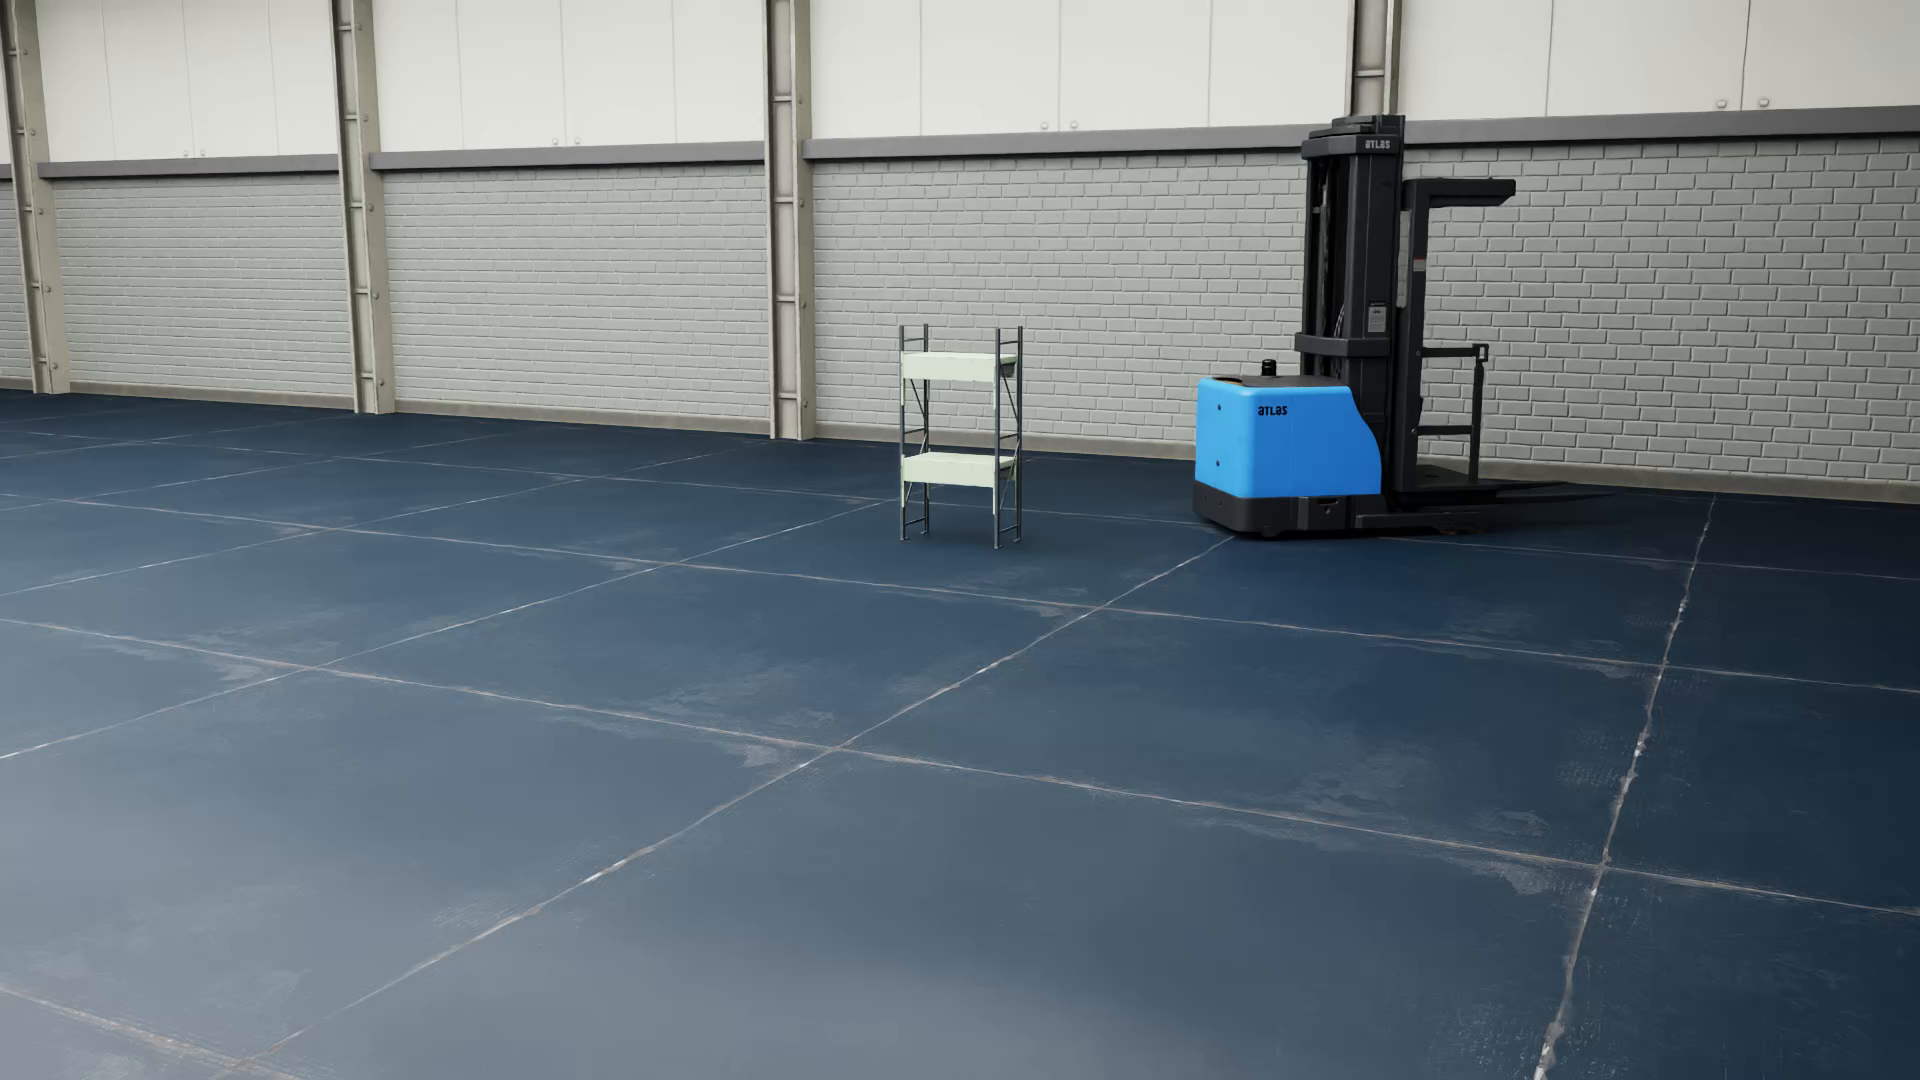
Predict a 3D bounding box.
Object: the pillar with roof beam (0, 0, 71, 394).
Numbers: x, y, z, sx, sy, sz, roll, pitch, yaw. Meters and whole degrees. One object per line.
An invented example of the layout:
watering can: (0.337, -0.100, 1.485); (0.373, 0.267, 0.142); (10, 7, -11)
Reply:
pillar with roof beam: (-14.445, -5.778, 18.390); (0.400, 9.000, 9.100); (5, 11, 26)

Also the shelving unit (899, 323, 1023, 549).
shelving unit: (0.006, -0.737, 11.594); (0.755, 1.500, 0.431); (5, 11, 26)

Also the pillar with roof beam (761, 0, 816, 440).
pillar with roof beam: (-3.684, -4.833, 13.165); (0.400, 9.000, 9.100); (5, 11, 26)

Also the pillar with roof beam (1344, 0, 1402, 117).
pillar with roof beam: (1.697, -4.360, 10.553); (0.400, 9.000, 9.100); (5, 11, 26)

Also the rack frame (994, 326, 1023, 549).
rack frame: (0.334, -0.709, 11.434); (0.023, 1.500, 0.400); (5, 11, 26)

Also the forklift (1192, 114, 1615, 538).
forklift: (3.323, -1.568, 12.166); (3.031, 2.935, 1.130); (-2, 10, -11)

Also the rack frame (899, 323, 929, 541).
rack frame: (-0.322, -0.766, 11.753); (0.023, 1.500, 0.400); (5, 11, 26)

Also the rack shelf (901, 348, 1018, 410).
rack shelf: (0.006, -1.122, 11.524); (0.720, 0.370, 0.431); (5, 11, 26)

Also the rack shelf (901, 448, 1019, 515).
rack shelf: (0.006, -0.417, 11.652); (0.720, 0.370, 0.431); (5, 11, 26)

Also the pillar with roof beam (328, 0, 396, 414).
pillar with roof beam: (-9.064, -5.306, 15.778); (0.400, 9.000, 9.100); (5, 11, 26)
